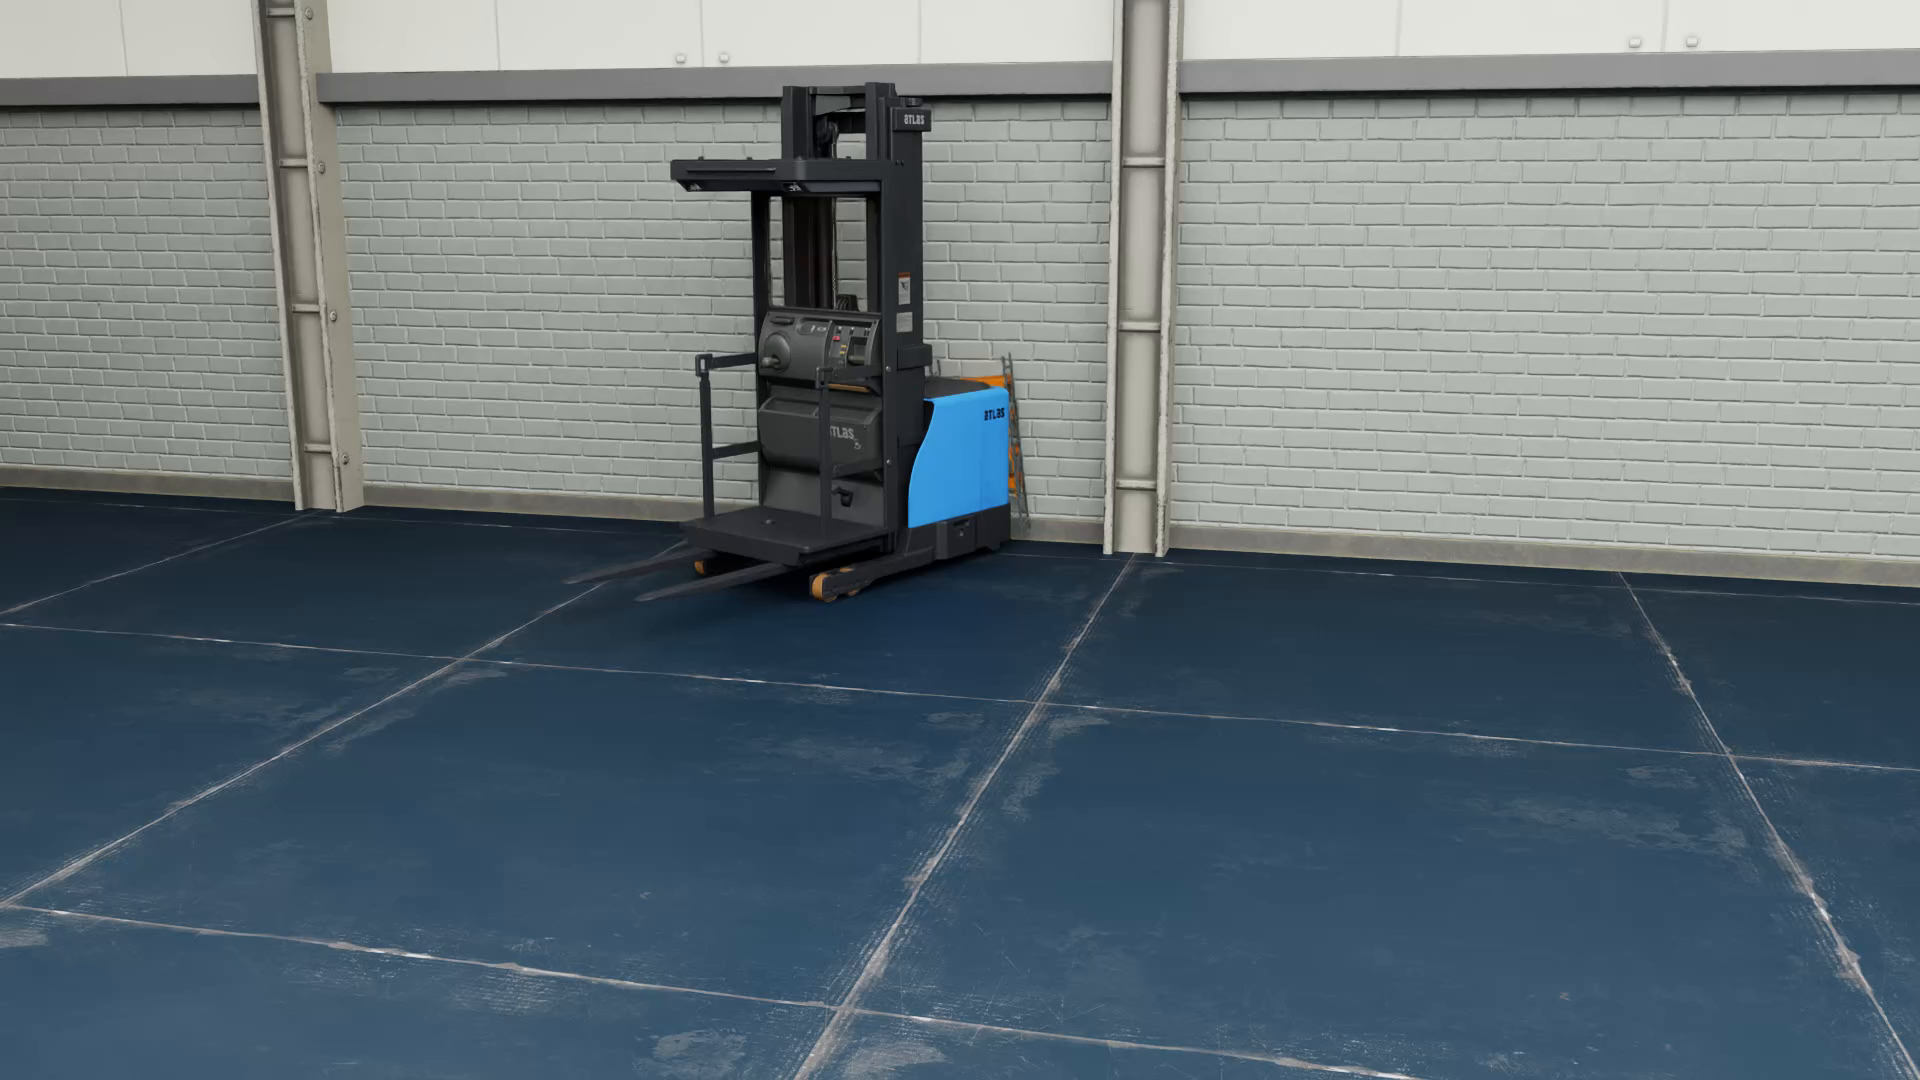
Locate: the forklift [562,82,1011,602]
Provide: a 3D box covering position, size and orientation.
[{"bbox_3d":[-0.986,-1.192,9.840,1.130,2.935,3.031,10,16,38],"label":"forklift"}]

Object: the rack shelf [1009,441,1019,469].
[{"bbox_3d":[0.142,-0.547,11.055,0.480,0.148,0.258,-4,11,15],"label":"rack shelf"}]

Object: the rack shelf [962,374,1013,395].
[{"bbox_3d":[0.089,-0.996,10.969,0.480,0.148,0.258,-4,11,15],"label":"rack shelf"}]

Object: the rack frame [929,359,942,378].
[{"bbox_3d":[-0.101,-0.596,11.104,0.015,1.200,0.240,-4,11,15],"label":"rack frame"}]

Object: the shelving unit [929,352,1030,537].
[{"bbox_3d":[0.134,-0.613,11.043,0.503,1.200,0.258,-4,11,15],"label":"shelving unit"}]

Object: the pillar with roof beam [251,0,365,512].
[{"bbox_3d":[-5.697,-3.733,7.282,0.400,9.000,9.100,3,13,14],"label":"pillar with roof beam"}]

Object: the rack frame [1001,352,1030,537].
[{"bbox_3d":[0.370,-0.629,10.981,0.015,1.200,0.240,-4,11,15],"label":"rack frame"}]

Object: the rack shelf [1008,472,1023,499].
[{"bbox_3d":[0.165,-0.353,11.093,0.480,0.148,0.258,-4,11,15],"label":"rack shelf"}]

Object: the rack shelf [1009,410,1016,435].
[{"bbox_3d":[0.116,-0.765,11.013,0.480,0.148,0.258,-4,11,15],"label":"rack shelf"}]

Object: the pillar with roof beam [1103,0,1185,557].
[{"bbox_3d":[0.129,-3.421,5.878,0.400,9.000,9.100,3,13,14],"label":"pillar with roof beam"}]
